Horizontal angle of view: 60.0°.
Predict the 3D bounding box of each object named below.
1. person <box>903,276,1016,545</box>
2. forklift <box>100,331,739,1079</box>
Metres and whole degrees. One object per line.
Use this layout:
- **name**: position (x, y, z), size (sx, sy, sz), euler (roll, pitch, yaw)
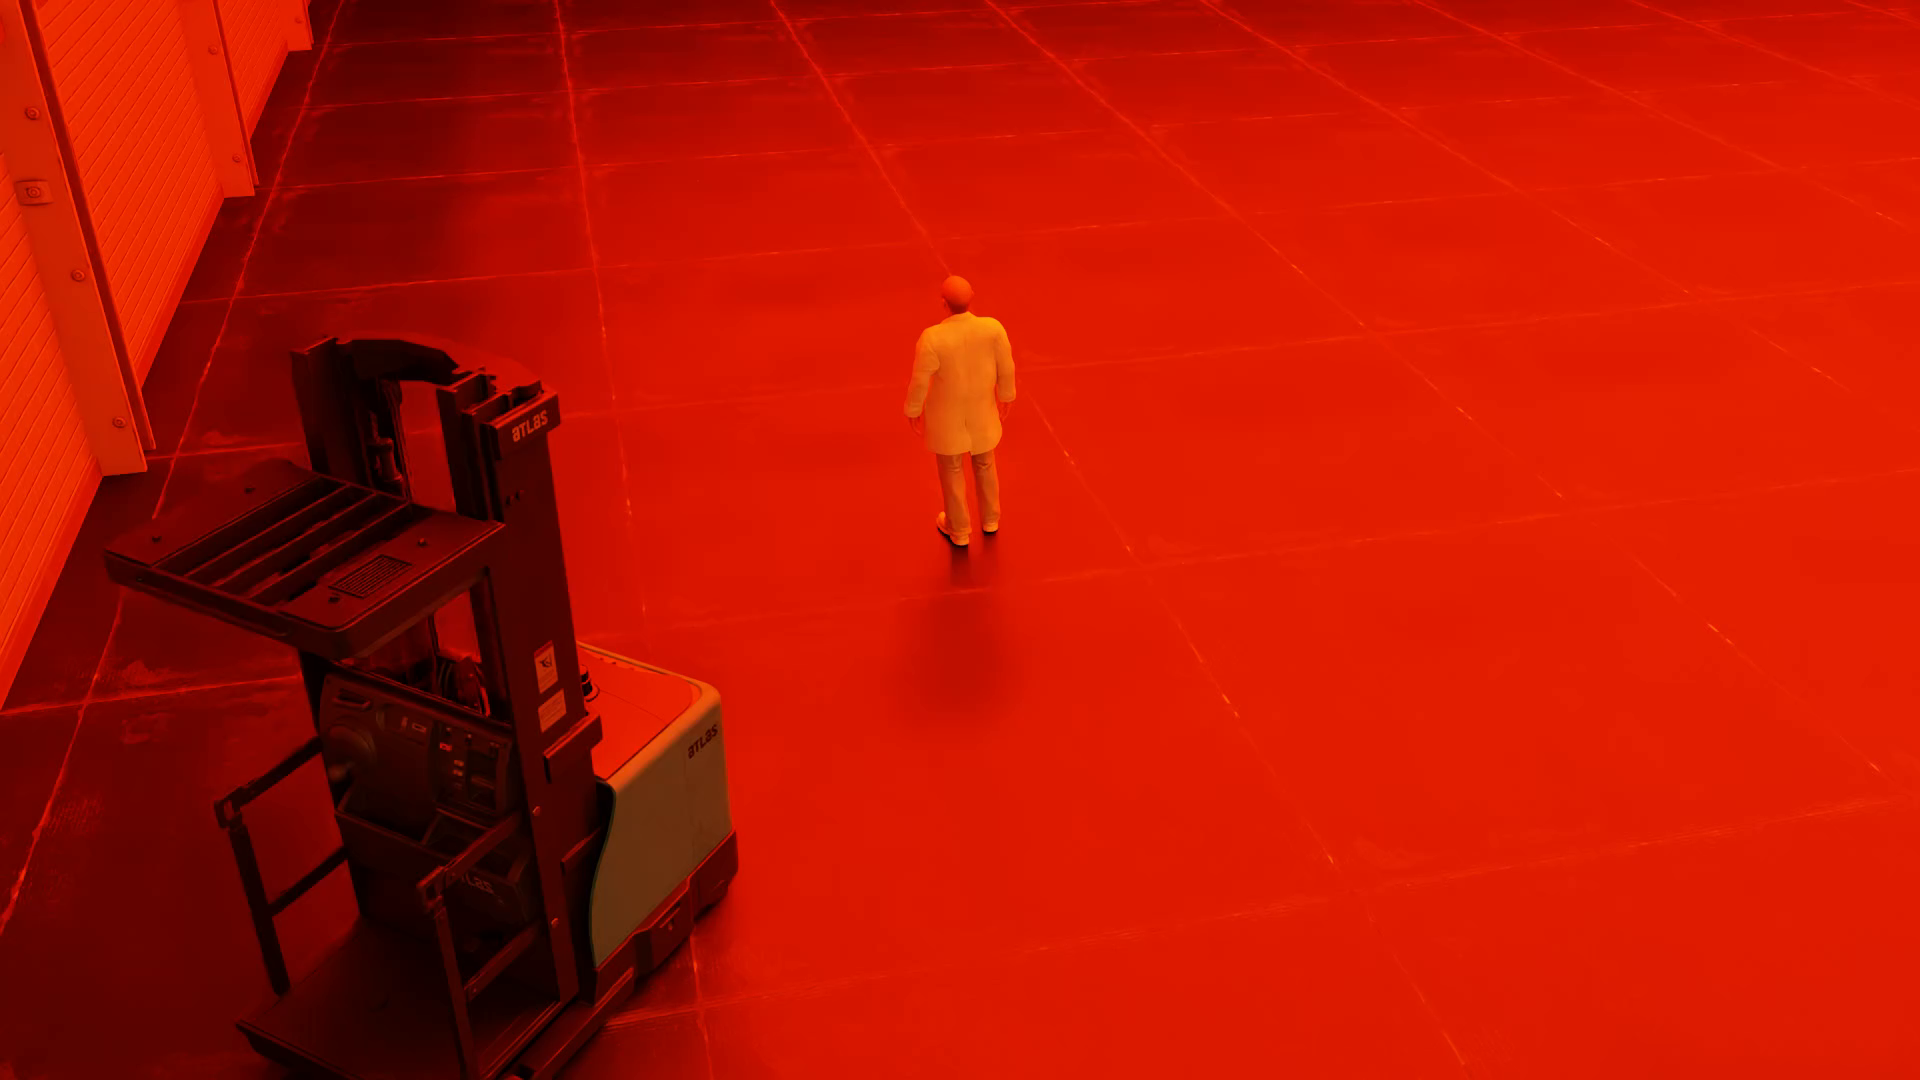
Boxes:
- **person**: position (-0.018, -0.821, 10.129), size (0.698, 1.777, 0.578), euler (-7, 31, -12)
- **forklift**: position (-2.158, 0.843, 6.118), size (1.130, 2.935, 3.031), euler (15, 33, 24)
